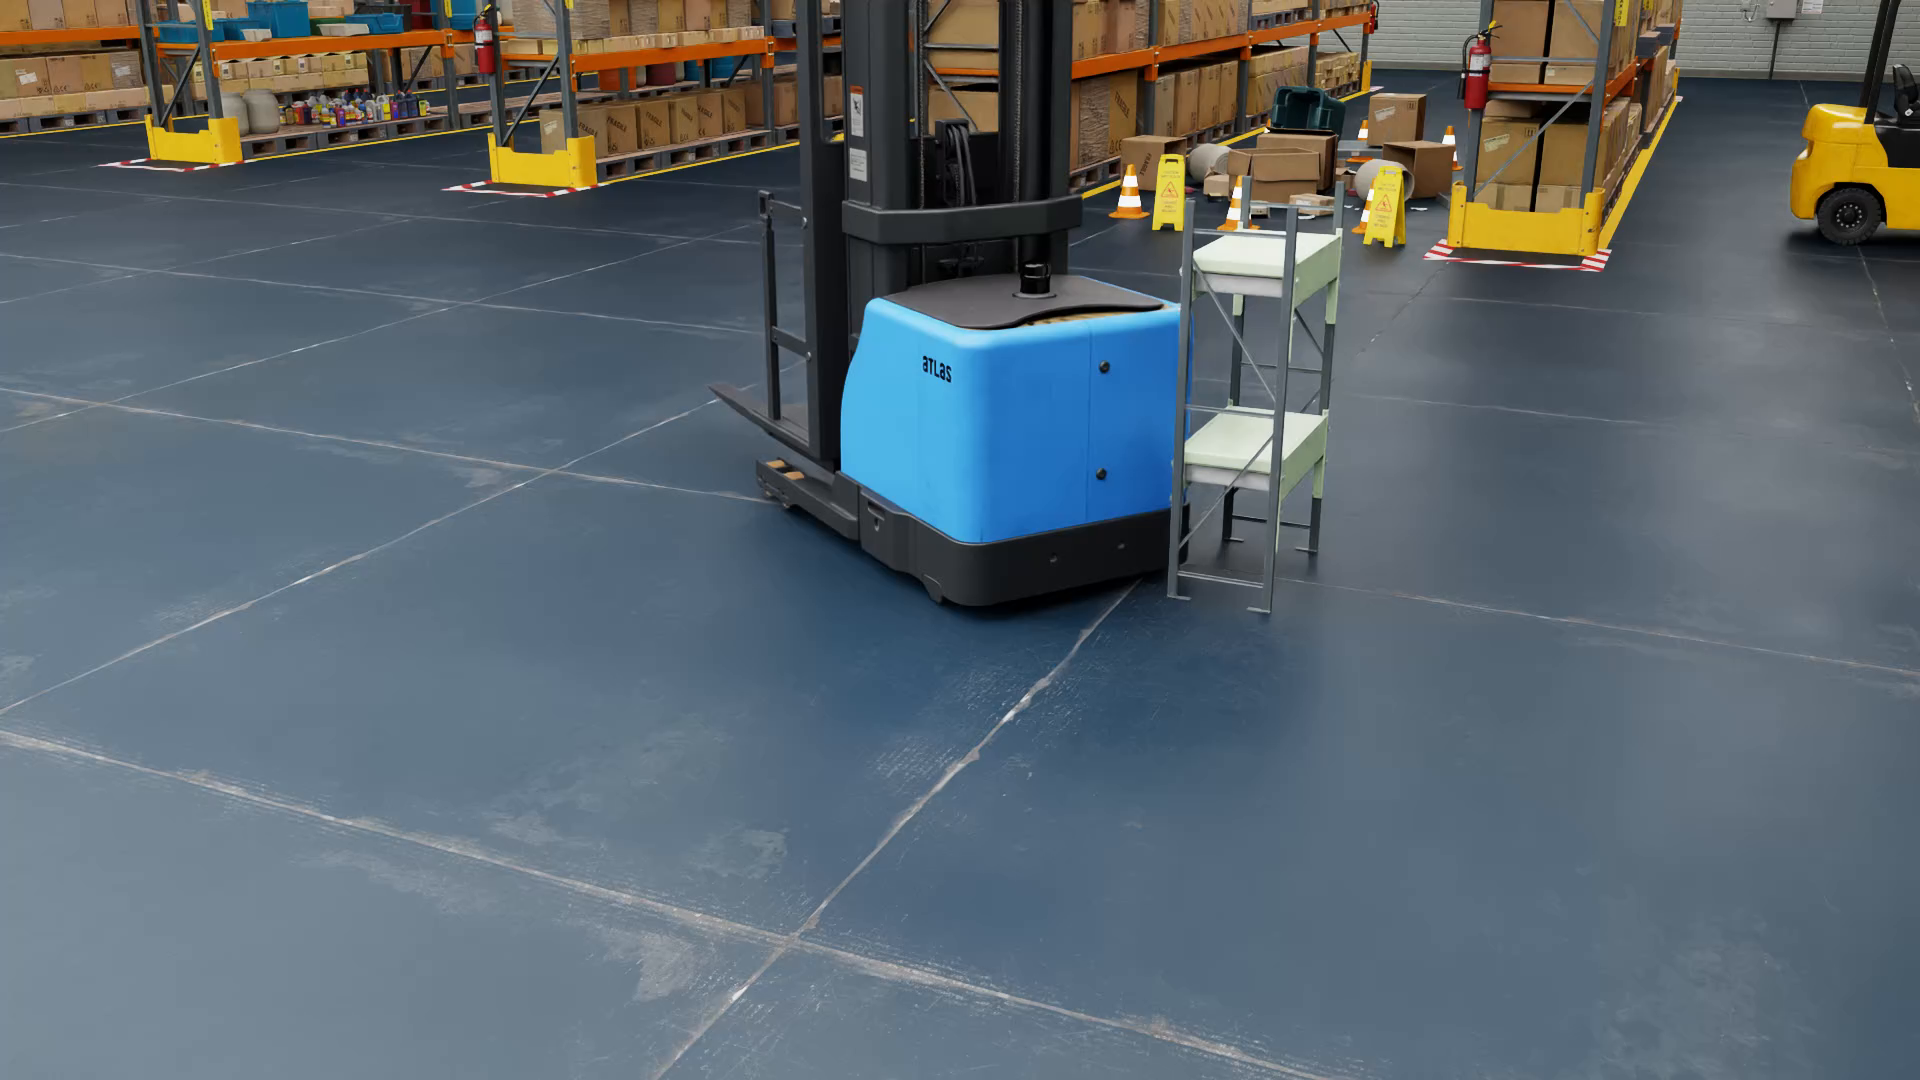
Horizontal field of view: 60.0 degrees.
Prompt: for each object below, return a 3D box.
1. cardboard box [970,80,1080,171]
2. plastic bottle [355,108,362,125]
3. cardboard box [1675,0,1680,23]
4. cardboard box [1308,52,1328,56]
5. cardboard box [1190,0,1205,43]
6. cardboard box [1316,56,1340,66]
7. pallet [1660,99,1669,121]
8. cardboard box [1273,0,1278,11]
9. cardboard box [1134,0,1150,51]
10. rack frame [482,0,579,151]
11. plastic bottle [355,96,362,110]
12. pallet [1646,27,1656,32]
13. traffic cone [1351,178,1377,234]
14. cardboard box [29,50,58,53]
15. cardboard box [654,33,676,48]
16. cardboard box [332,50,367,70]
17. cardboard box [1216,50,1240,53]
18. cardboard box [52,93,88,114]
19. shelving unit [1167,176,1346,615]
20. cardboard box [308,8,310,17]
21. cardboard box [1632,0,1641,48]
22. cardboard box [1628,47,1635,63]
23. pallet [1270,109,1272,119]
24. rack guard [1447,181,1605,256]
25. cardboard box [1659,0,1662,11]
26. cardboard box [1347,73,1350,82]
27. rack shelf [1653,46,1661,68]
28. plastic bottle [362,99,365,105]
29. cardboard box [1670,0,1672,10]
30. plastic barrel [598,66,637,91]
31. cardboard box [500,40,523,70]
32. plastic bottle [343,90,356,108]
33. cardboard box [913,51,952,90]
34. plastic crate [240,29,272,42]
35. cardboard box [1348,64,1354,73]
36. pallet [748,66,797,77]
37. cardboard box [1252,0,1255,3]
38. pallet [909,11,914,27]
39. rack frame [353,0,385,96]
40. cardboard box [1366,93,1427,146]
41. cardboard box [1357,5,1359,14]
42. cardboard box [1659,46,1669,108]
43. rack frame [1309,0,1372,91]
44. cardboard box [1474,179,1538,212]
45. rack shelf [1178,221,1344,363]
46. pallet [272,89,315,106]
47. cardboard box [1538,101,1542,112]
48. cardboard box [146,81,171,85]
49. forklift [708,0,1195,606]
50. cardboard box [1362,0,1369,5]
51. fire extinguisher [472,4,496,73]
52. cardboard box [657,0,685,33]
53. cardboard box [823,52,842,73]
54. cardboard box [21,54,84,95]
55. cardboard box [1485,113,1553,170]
[{"bbox_3d":[0.634,-4.137,16.670,0.875,0.875,0.875,8,21,22],"label":"cardboard box"},{"bbox_3d":[-7.696,-5.412,21.230,0.097,0.201,0.097,0,20,0],"label":"plastic bottle"},{"bbox_3d":[10.380,-7.934,24.653,0.500,0.500,0.500,9,21,23],"label":"cardboard box"},{"bbox_3d":[6.082,-8.267,28.477,0.380,0.149,0.250,9,21,24],"label":"cardboard box"},{"bbox_3d":[2.570,-6.156,19.652,0.500,0.500,0.500,8,21,22],"label":"cardboard box"},{"bbox_3d":[6.047,-7.893,27.427,0.380,0.149,0.250,8,21,21],"label":"cardboard box"},{"bbox_3d":[9.912,-6.383,24.602,1.003,0.211,1.213,9,21,23],"label":"pallet"},{"bbox_3d":[4.243,-7.495,23.315,0.380,0.149,0.250,9,21,23],"label":"cardboard box"},{"bbox_3d":[1.556,-5.634,18.110,0.875,0.550,0.550,9,21,23],"label":"cardboard box"},{"bbox_3d":[-4.426,-5.166,17.020,1.000,3.000,0.127,9,21,23],"label":"rack frame"},{"bbox_3d":[-7.965,-5.740,22.047,0.097,0.271,0.097,0,20,0],"label":"plastic bottle"},{"bbox_3d":[7.118,-5.551,18.387,1.003,0.211,1.213,9,21,23],"label":"pallet"},{"bbox_3d":[3.615,-2.920,14.488,0.336,0.463,0.334,9,21,23],"label":"traffic cone"},{"bbox_3d":[-15.647,-8.000,28.062,0.700,0.500,0.500,9,21,23],"label":"cardboard box"},{"bbox_3d":[-3.389,-5.548,18.467,0.380,0.149,0.250,9,21,23],"label":"cardboard box"},{"bbox_3d":[-10.176,-7.945,27.473,0.500,0.311,0.500,9,22,24],"label":"cardboard box"},{"bbox_3d":[3.794,-6.828,23.677,0.500,0.250,0.500,9,22,24],"label":"cardboard box"},{"bbox_3d":[-12.423,-6.021,22.899,0.500,0.250,0.500,9,21,23],"label":"cardboard box"},{"bbox_3d":[1.130,-0.572,6.339,0.431,1.500,0.755,9,21,23],"label":"shelving unit"},{"bbox_3d":[-10.657,-8.456,26.646,0.380,0.149,0.250,10,22,27],"label":"cardboard box"},{"bbox_3d":[6.094,-4.888,15.645,0.500,0.500,0.500,9,22,25],"label":"cardboard box"},{"bbox_3d":[6.304,-4.694,16.065,0.380,0.149,0.250,9,22,24],"label":"cardboard box"},{"bbox_3d":[4.156,-6.197,24.079,1.003,0.211,1.213,9,21,23],"label":"pallet"},{"bbox_3d":[4.647,-2.652,13.680,1.175,0.500,0.348,9,21,23],"label":"rack guard"},{"bbox_3d":[7.757,-6.301,18.989,0.500,0.500,0.500,8,21,22],"label":"cardboard box"},{"bbox_3d":[6.385,-7.850,28.193,0.380,0.149,0.250,8,21,22],"label":"cardboard box"},{"bbox_3d":[8.710,-6.525,21.912,1.077,0.370,4.000,9,21,23],"label":"rack shelf"},{"bbox_3d":[-7.685,-5.568,21.545,0.061,0.283,0.133,9,21,23],"label":"plastic bottle"},{"bbox_3d":[9.373,-7.318,22.547,0.500,0.250,0.500,9,22,24],"label":"cardboard box"},{"bbox_3d":[-5.483,-7.619,26.527,0.600,0.830,0.708,9,21,23],"label":"plastic barrel"},{"bbox_3d":[-8.488,-9.035,30.970,0.500,0.500,0.500,8,21,22],"label":"cardboard box"},{"bbox_3d":[-8.093,-5.781,22.043,0.144,0.351,0.185,8,21,20],"label":"plastic bottle"},{"bbox_3d":[-0.848,-7.017,24.767,1.225,0.875,0.875,8,21,20],"label":"cardboard box"},{"bbox_3d":[-8.284,-5.951,19.620,0.298,0.136,0.250,9,21,23],"label":"plastic crate"},{"bbox_3d":[6.443,-7.981,28.119,0.380,0.149,0.250,8,21,20],"label":"cardboard box"},{"bbox_3d":[-3.266,-8.805,31.412,1.003,0.211,1.213,9,21,23],"label":"pallet"},{"bbox_3d":[3.715,-7.240,22.155,0.380,0.149,0.250,10,22,25],"label":"cardboard box"},{"bbox_3d":[-1.344,-7.289,23.275,1.213,0.211,1.003,9,21,23],"label":"pallet"},{"bbox_3d":[-10.186,-8.972,27.721,1.000,3.000,0.127,9,21,23],"label":"rack frame"},{"bbox_3d":[4.617,-4.444,17.587,0.500,0.500,0.500,9,21,23],"label":"cardboard box"},{"bbox_3d":[6.509,-8.940,28.004,0.380,0.149,0.250,8,21,22],"label":"cardboard box"},{"bbox_3d":[9.349,-6.471,23.233,0.875,0.875,0.875,9,22,24],"label":"cardboard box"},{"bbox_3d":[6.610,-9.346,28.772,1.000,3.000,0.127,9,21,23],"label":"rack frame"},{"bbox_3d":[4.711,-3.000,14.406,0.500,0.250,0.500,8,21,22],"label":"cardboard box"},{"bbox_3d":[1.130,-0.940,6.208,0.431,0.370,0.720,9,21,23],"label":"rack shelf"},{"bbox_3d":[-11.059,-7.041,26.451,1.003,0.211,1.213,9,21,23],"label":"pallet"},{"bbox_3d":[5.010,-3.927,14.923,0.380,0.149,0.250,10,22,25],"label":"cardboard box"},{"bbox_3d":[-11.918,-6.819,25.142,0.500,0.250,0.500,8,21,22],"label":"cardboard box"},{"bbox_3d":[-0.264,-1.586,7.053,1.130,2.935,3.031,-11,22,-27],"label":"forklift"},{"bbox_3d":[6.661,-9.361,28.220,0.500,0.500,0.500,9,21,24],"label":"cardboard box"},{"bbox_3d":[-4.893,-5.158,17.112,0.296,0.674,0.183,9,21,23],"label":"fire extinguisher"},{"bbox_3d":[-3.620,-5.986,18.730,0.875,0.500,0.500,9,21,23],"label":"cardboard box"},{"bbox_3d":[-1.605,-6.622,23.068,0.500,0.250,0.500,11,22,29],"label":"cardboard box"},{"bbox_3d":[-12.422,-6.374,22.773,0.500,0.500,0.500,9,21,23],"label":"cardboard box"},{"bbox_3d":[4.916,-3.503,14.700,0.500,0.500,0.500,9,22,25],"label":"cardboard box"}]
